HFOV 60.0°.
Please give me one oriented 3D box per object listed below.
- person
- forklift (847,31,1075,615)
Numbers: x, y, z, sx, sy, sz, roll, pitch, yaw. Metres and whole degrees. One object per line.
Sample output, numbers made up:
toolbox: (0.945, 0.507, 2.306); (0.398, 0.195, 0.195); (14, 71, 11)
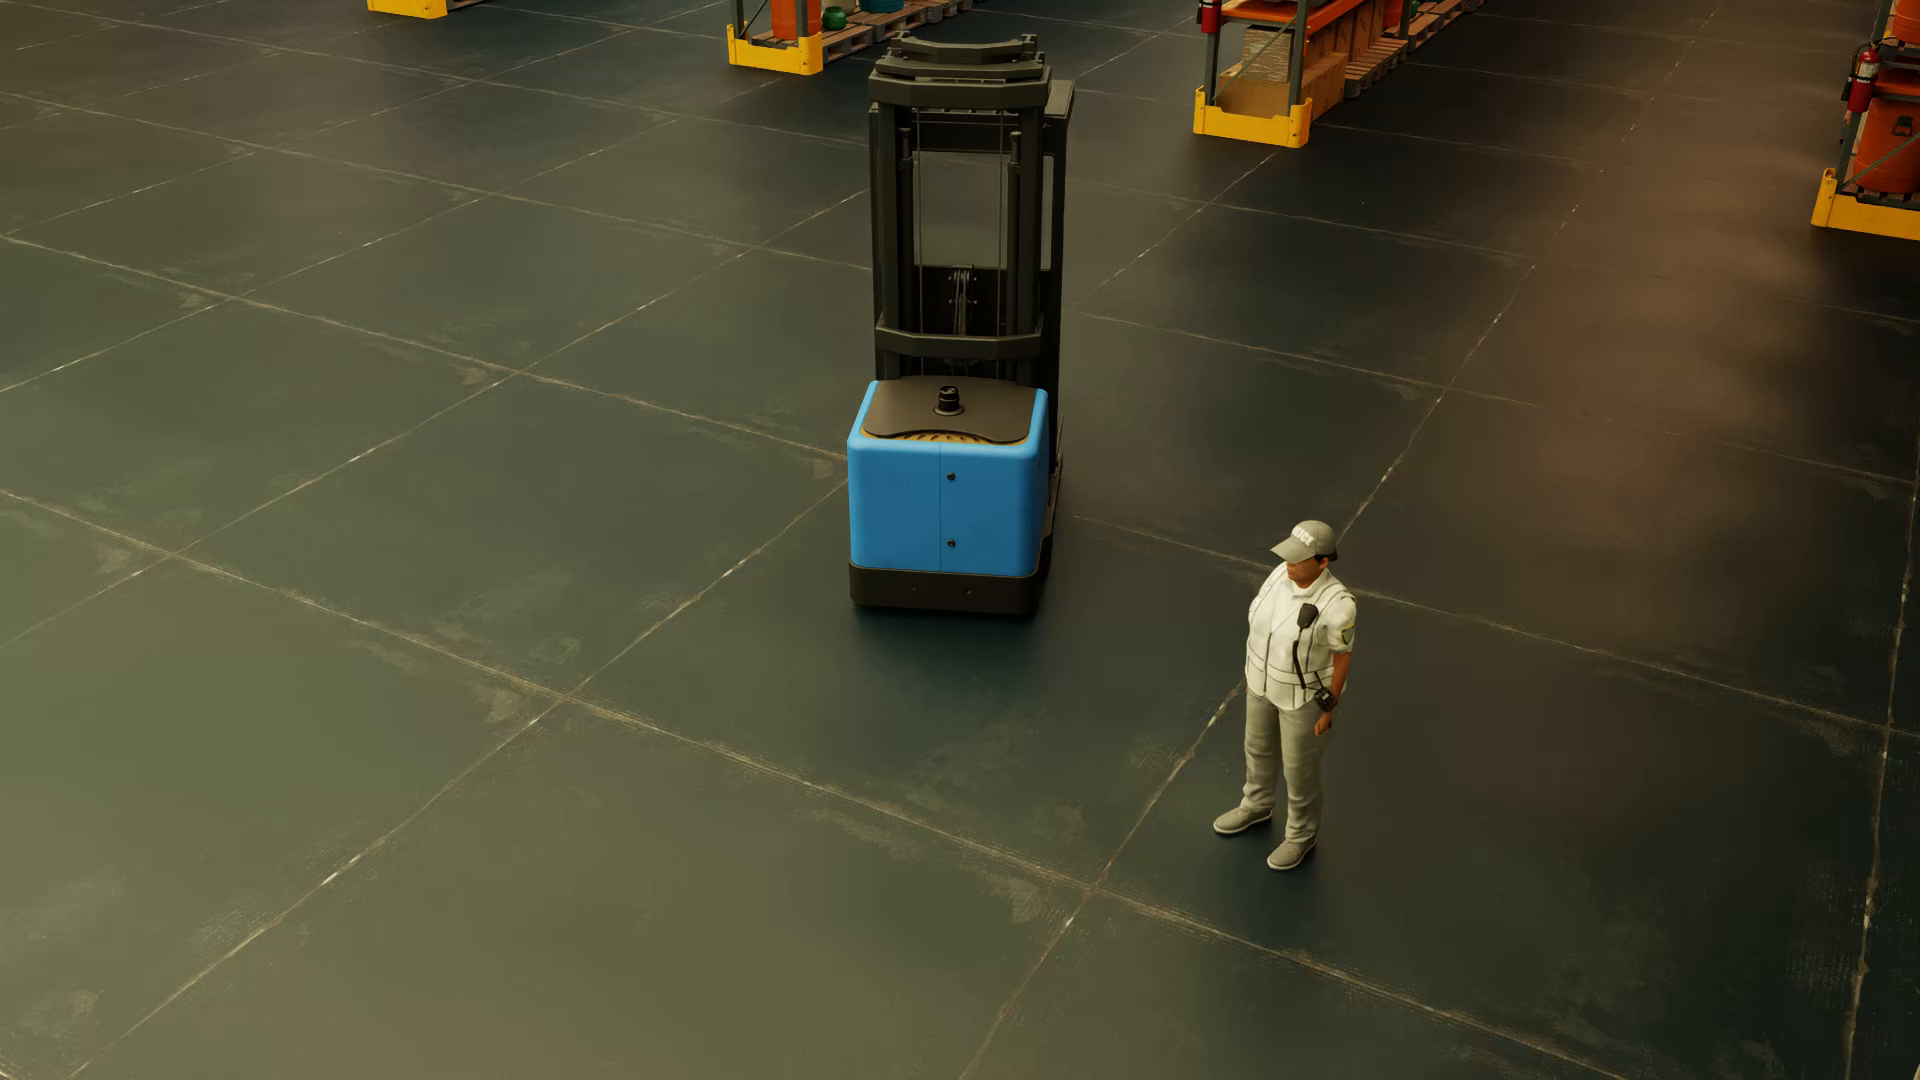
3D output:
person: (1.430, 0.653, 7.210); (0.390, 1.669, 0.481); (-21, 36, -32)
forklift: (0.072, -1.572, 9.794); (1.130, 2.935, 3.031); (3, 30, 6)
